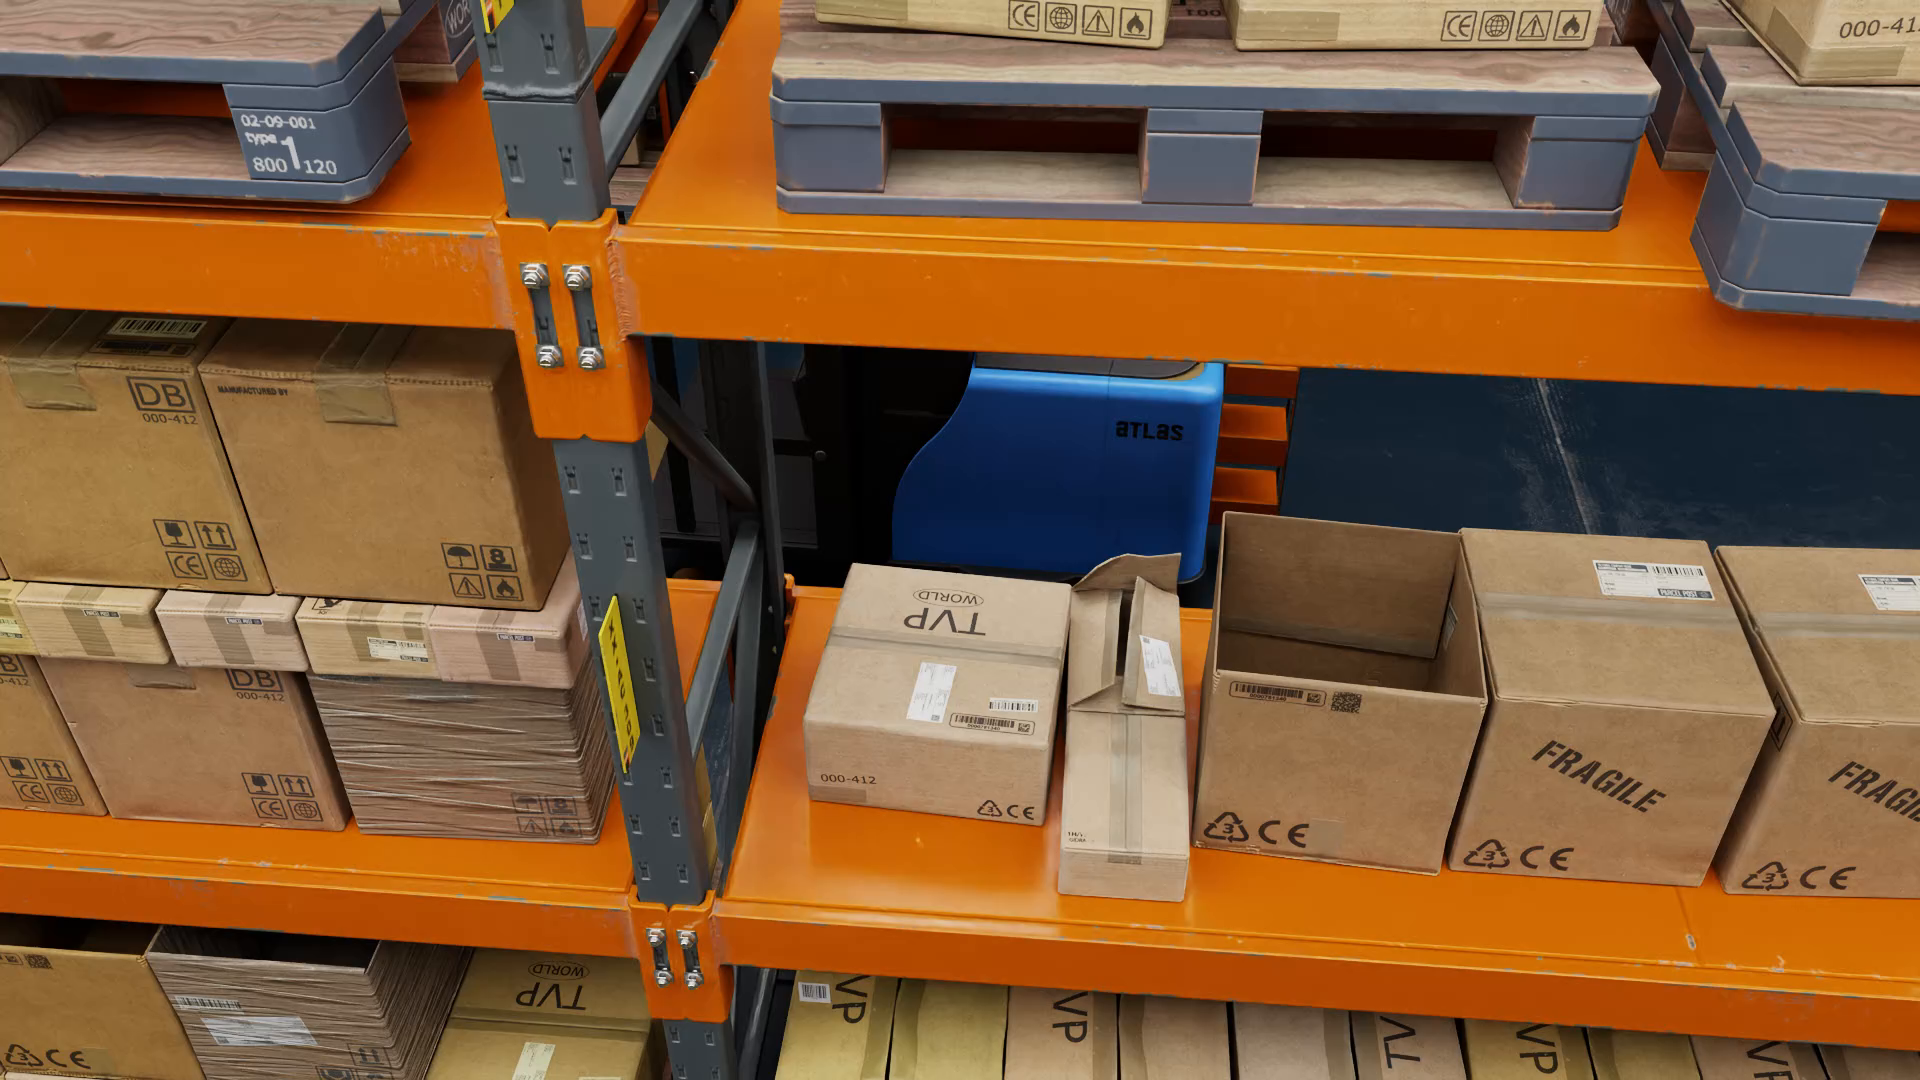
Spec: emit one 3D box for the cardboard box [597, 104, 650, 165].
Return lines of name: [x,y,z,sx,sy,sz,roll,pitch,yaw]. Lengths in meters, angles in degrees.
cardboard box: [-1.698,-2.015,8.259,0.250,0.149,0.380,0,39,0]

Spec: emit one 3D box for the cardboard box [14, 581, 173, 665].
cardboard box: [-1.588,0.054,3.214,0.250,0.149,0.380,3,39,4]

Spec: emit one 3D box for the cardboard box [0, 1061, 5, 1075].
cardboard box: [-2.505,0.913,4.004,0.500,0.500,0.500,3,39,4]

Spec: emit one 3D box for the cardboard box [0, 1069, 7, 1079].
cardboard box: [-2.505,1.203,4.241,0.500,0.250,0.500,3,39,4]

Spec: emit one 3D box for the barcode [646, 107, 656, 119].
barcode: [-1.557,-2.139,8.323,0.075,0.075,0.001,3,39,4]

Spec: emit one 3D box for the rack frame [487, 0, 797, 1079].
rack frame: [-0.530,0.266,3.547,0.127,3.000,1.000,3,39,4]

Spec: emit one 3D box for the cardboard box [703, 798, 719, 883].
cardboard box: [-0.965,0.953,4.548,0.500,0.250,0.500,3,39,4]

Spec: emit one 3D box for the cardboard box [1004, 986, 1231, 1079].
cardboard box: [0.359,1.162,3.848,0.500,0.311,0.500,3,39,3]

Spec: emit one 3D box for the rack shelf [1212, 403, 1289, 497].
rack shelf: [1.016,-0.324,5.833,0.240,0.259,0.215,4,39,5]

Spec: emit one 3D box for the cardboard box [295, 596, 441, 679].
cardboard box: [-1.065,0.081,3.182,0.250,0.149,0.380,2,39,3]

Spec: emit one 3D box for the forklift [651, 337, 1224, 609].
forklift: [-0.618,-1.184,5.383,3.031,2.935,1.130,4,39,5]

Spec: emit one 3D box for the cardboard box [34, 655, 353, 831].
cardboard box: [-1.498,0.182,3.571,0.500,0.500,0.700,3,39,3]

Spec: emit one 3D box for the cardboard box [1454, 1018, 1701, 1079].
cardboard box: [1.392,1.214,3.784,0.500,0.311,0.500,4,39,5]

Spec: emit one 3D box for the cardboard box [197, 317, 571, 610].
cardboard box: [-0.972,-0.296,3.131,0.500,0.500,0.700,3,39,4]

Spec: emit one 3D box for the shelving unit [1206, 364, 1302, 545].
shelving unit: [1.016,-0.332,5.827,0.252,1.050,0.215,4,39,5]

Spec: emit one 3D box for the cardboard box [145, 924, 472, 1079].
cardboard box: [-1.508,0.956,3.951,0.500,0.500,0.500,3,39,4]

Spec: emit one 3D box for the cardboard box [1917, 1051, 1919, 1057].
cardboard box: [2.394,1.272,3.713,0.500,0.311,0.500,3,39,3]

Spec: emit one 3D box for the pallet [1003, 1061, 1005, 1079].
pallet: [0.208,1.363,4.408,1.213,0.211,1.003,3,39,4]

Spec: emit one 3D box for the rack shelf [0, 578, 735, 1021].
rack shelf: [-2.522,0.436,3.908,4.000,0.370,1.077,3,39,4]

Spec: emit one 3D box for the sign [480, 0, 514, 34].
sign: [-0.576,-0.780,1.983,0.005,0.325,0.100,3,39,4]

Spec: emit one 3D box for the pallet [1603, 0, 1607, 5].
pallet: [3.160,-2.529,7.133,1.003,0.211,1.213,3,39,4]

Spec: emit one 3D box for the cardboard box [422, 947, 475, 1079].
cardboard box: [-1.508,1.248,4.186,0.500,0.250,0.500,3,39,4]

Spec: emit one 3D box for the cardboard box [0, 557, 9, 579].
cardboard box: [-1.975,-0.351,3.198,0.500,0.500,0.700,3,39,4]

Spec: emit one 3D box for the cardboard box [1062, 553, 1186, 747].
cardboard box: [0.362,0.250,3.673,0.258,0.266,0.396,2,39,3]

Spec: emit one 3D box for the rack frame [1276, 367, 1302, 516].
rack frame: [1.137,-0.323,5.815,0.008,1.050,0.200,4,39,5]

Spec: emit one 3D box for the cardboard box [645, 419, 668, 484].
cardboard box: [-0.781,-0.161,3.479,0.250,0.149,0.380,3,39,4]

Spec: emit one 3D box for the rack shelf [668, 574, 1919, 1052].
rack shelf: [1.463,0.654,3.641,4.000,0.370,1.077,3,39,4]

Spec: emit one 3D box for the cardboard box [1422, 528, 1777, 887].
cardboard box: [1.258,0.335,3.383,0.500,0.500,0.500,3,39,4]

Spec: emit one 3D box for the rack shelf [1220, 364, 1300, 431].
rack shelf: [1.016,-0.544,5.654,0.240,0.259,0.215,4,39,5]

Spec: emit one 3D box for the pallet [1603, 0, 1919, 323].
pallet: [1.657,-0.646,2.441,1.213,0.211,1.003,5,39,6]

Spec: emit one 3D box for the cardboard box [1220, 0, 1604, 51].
cardboard box: [0.631,-0.935,2.432,0.500,0.250,0.500,0,39,-1]

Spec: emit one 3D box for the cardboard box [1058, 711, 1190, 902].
cardboard box: [0.336,0.540,3.409,0.250,0.149,0.380,3,39,4]
